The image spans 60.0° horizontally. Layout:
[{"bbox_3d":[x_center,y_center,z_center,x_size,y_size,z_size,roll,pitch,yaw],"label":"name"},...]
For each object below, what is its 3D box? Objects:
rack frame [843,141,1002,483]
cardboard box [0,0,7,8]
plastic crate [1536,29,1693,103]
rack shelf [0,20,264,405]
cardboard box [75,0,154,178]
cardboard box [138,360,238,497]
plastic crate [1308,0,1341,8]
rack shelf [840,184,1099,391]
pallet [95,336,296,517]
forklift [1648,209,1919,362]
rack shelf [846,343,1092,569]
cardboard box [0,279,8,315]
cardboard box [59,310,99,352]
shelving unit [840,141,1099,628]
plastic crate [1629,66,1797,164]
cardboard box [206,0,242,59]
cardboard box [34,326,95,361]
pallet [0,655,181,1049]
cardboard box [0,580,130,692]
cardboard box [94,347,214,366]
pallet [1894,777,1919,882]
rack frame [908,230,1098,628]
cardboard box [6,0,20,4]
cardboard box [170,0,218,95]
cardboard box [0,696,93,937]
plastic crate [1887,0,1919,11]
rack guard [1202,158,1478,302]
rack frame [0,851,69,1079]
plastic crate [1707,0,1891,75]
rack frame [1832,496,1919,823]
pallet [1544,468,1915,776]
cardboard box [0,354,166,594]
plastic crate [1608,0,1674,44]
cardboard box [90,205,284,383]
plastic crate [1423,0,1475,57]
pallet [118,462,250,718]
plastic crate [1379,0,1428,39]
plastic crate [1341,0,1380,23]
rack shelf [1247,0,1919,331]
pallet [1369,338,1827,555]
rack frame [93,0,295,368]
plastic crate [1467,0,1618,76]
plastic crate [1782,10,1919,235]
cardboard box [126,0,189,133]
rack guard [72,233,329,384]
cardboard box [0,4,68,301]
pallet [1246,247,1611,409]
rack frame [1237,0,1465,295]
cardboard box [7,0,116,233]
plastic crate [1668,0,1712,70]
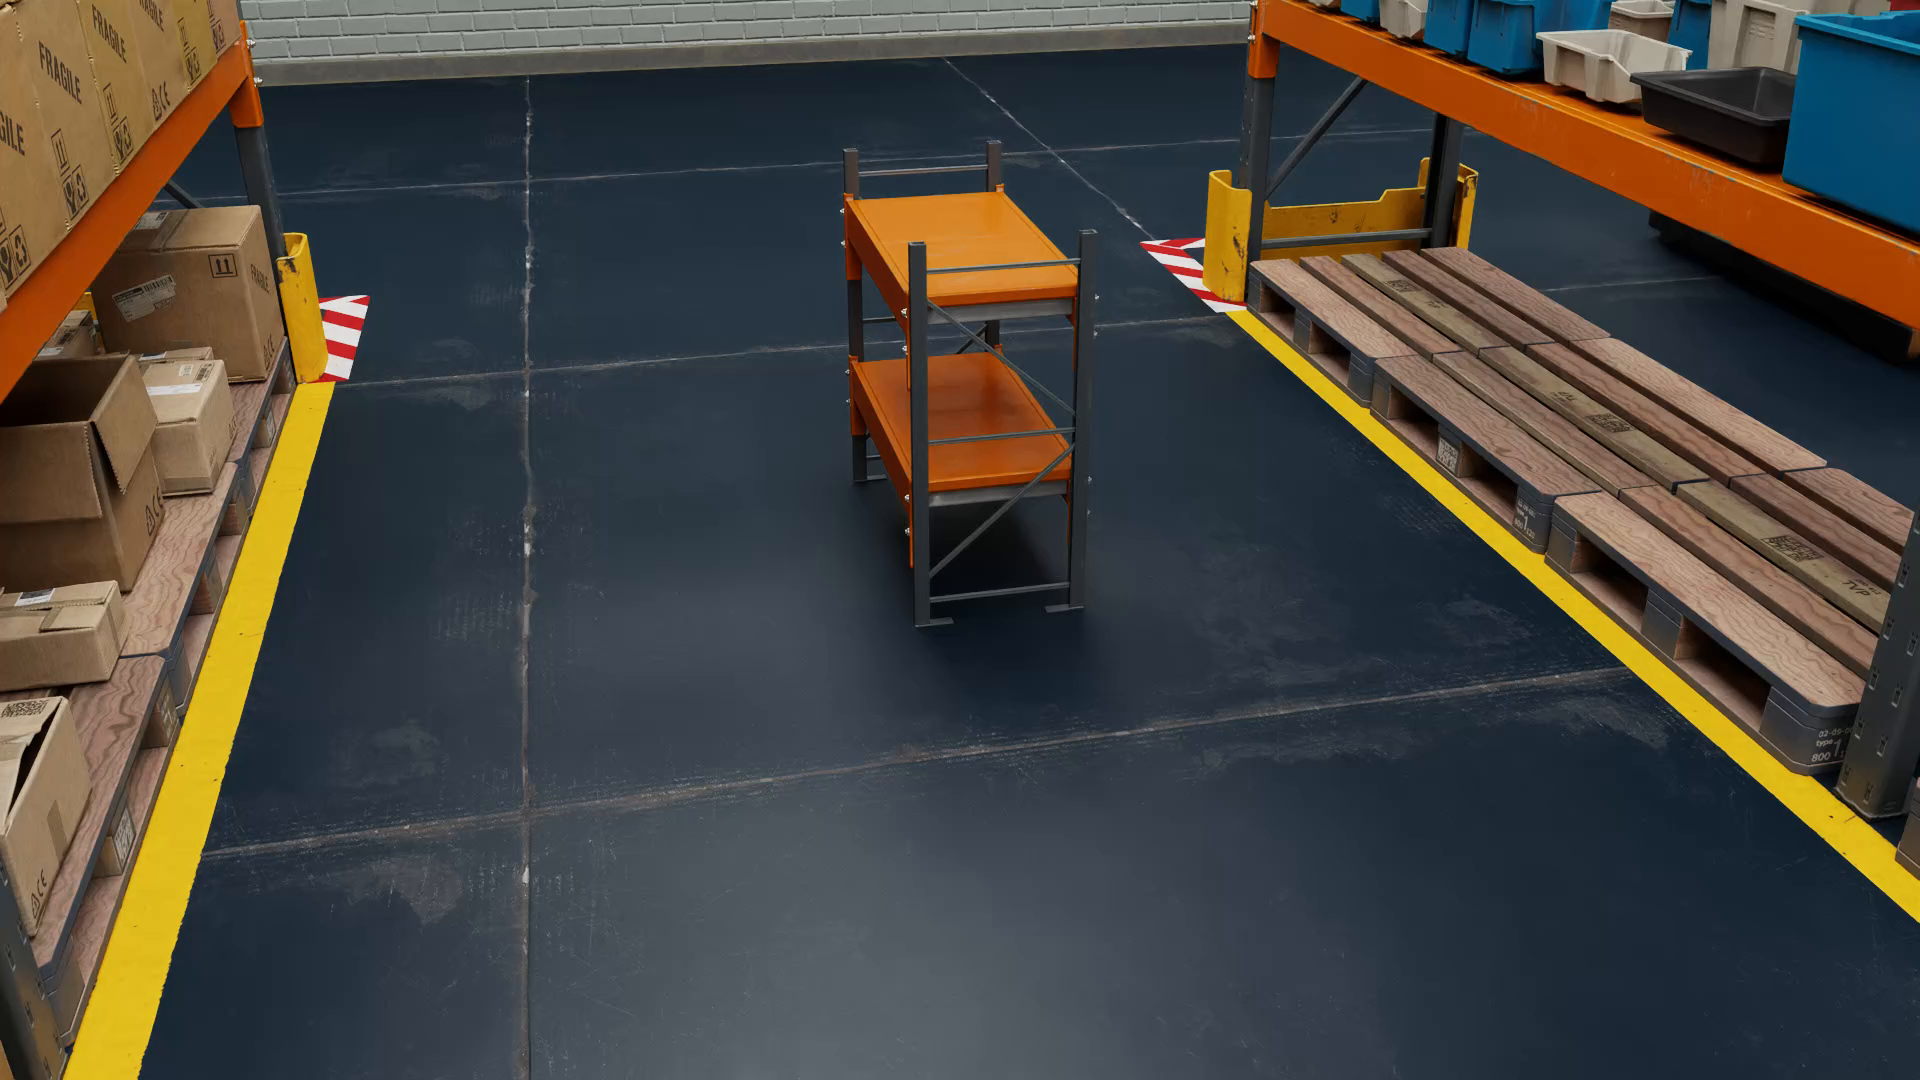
[{"bbox_3d":[-0.116,-0.728,5.445,0.500,1.125,0.032,-6,27,-12],"label":"rack frame"},{"bbox_3d":[-2.159,-1.200,3.078,0.500,0.500,0.500,-7,28,-13],"label":"cardboard box"},{"bbox_3d":[1.932,-1.392,4.904,0.293,0.136,0.466,-6,27,-12],"label":"plastic crate"},{"bbox_3d":[-2.661,-0.804,4.313,1.077,0.370,4.000,-6,27,-12],"label":"rack shelf"},{"bbox_3d":[-2.404,-1.211,4.209,0.500,0.500,0.500,-6,27,-12],"label":"cardboard box"},{"bbox_3d":[-2.564,-0.338,5.155,0.500,0.250,0.500,-6,27,-12],"label":"cardboard box"},{"bbox_3d":[1.442,-2.123,6.353,0.250,0.136,0.298,-6,27,-12],"label":"plastic crate"},{"bbox_3d":[-0.002,-0.766,4.871,0.538,0.278,1.000,-6,27,-12],"label":"rack shelf"},{"bbox_3d":[-2.914,-0.375,5.759,1.003,0.211,1.213,-6,27,-12],"label":"pallet"},{"bbox_3d":[4.192,-2.201,6.358,1.130,2.935,3.031,-6,27,-11],"label":"forklift"},{"bbox_3d":[-0.002,-0.287,5.113,0.538,0.278,1.000,-6,27,-12],"label":"rack shelf"},{"bbox_3d":[-2.059,-0.543,2.887,0.500,0.500,0.500,-5,27,-10],"label":"cardboard box"},{"bbox_3d":[-3.352,-0.708,6.000,0.380,0.149,0.250,-6,27,-12],"label":"cardboard box"},{"bbox_3d":[-0.002,-0.505,5.002,0.538,1.125,1.048,-6,27,-12],"label":"shelving unit"},{"bbox_3d":[2.103,-1.117,4.372,0.437,0.125,0.590,-6,27,-12],"label":"plastic crate"},{"bbox_3d":[-2.745,-1.879,5.533,0.500,0.500,0.500,-5,27,-10],"label":"cardboard box"},{"bbox_3d":[-3.153,-0.485,5.446,0.500,0.250,0.500,-6,27,-12],"label":"cardboard box"},{"bbox_3d":[-2.364,0.696,3.637,1.003,0.211,1.213,-6,27,-12],"label":"pallet"},{"bbox_3d":[-2.298,0.236,4.109,0.380,0.166,0.250,-6,27,-12],"label":"cardboard box"},{"bbox_3d":[-2.745,-0.534,5.636,0.380,0.166,0.250,-6,27,-12],"label":"cardboard box"},{"bbox_3d":[2.750,0.839,3.353,1.003,0.211,1.213,-6,27,-12],"label":"pallet"},{"bbox_3d":[0.113,-0.282,4.560,0.500,1.125,0.032,-6,27,-12],"label":"rack frame"},{"bbox_3d":[-2.274,-1.426,3.526,0.500,0.500,0.500,-7,28,-13],"label":"cardboard box"},{"bbox_3d":[-2.625,-1.652,5.082,0.500,0.500,0.500,-6,27,-11],"label":"cardboard box"},{"bbox_3d":[-2.094,0.550,3.326,0.500,0.311,0.500,-6,27,-12],"label":"cardboard box"},{"bbox_3d":[2.660,-1.221,4.204,0.402,0.464,0.583,-6,27,-12],"label":"plastic crate"},{"bbox_3d":[1.697,-1.398,7.465,1.175,0.500,0.348,-6,27,-12],"label":"rack guard"},{"bbox_3d":[-2.210,-0.247,2.411,1.000,3.000,0.127,-6,27,-12],"label":"rack frame"},{"bbox_3d":[2.452,-1.412,4.783,0.437,0.282,0.530,-6,27,-12],"label":"plastic crate"},{"bbox_3d":[2.617,-0.749,3.404,1.000,3.000,0.127,-6,27,-12],"label":"rack frame"},{"bbox_3d":[2.413,0.177,4.665,1.003,0.211,1.213,-6,27,-12],"label":"pallet"},{"bbox_3d":[-2.638,-0.154,4.508,0.797,0.503,0.637,-6,27,-12],"label":"cardboard box"},{"bbox_3d":[2.298,-1.698,5.510,0.298,0.136,0.250,-6,27,-12],"label":"plastic crate"},{"bbox_3d":[-2.749,-0.870,5.931,0.500,0.500,0.500,-6,27,-12],"label":"cardboard box"},{"bbox_3d":[1.747,-1.737,5.482,0.416,0.233,0.300,-6,27,-12],"label":"plastic crate"},{"bbox_3d":[-2.642,0.159,4.700,1.003,0.211,1.213,-6,27,-12],"label":"pallet"},{"bbox_3d":[1.595,-1.825,5.763,0.250,0.136,0.298,-6,27,-12],"label":"plastic crate"},{"bbox_3d":[1.599,-2.026,6.054,0.416,0.233,0.300,-6,27,-12],"label":"plastic crate"},{"bbox_3d":[2.166,-1.306,5.306,1.077,0.370,4.000,-6,27,-12],"label":"rack shelf"},{"bbox_3d":[2.135,-0.359,5.728,1.003,0.211,1.213,-6,27,-12],"label":"pallet"},{"bbox_3d":[-3.111,-2.003,5.890,1.000,3.000,0.127,-6,27,-12],"label":"rack frame"},{"bbox_3d":[1.815,-1.605,5.220,0.416,0.233,0.300,-6,27,-12],"label":"plastic crate"},{"bbox_3d":[2.179,-0.939,3.732,0.392,0.384,0.575,-6,27,-12],"label":"plastic crate"},{"bbox_3d":[-2.518,-1.432,4.647,0.500,0.500,0.500,-6,27,-11],"label":"cardboard box"},{"bbox_3d":[-3.094,-0.854,6.387,1.175,0.500,0.348,-6,27,-12],"label":"rack guard"},{"bbox_3d":[-2.178,-0.768,3.331,0.500,0.500,0.500,-5,27,-11],"label":"cardboard box"},{"bbox_3d":[1.863,-0.894,6.787,1.003,0.211,1.213,-6,27,-12],"label":"pallet"},{"bbox_3d":[1.715,-2.505,6.883,1.000,3.000,0.127,-6,27,-12],"label":"rack frame"},{"bbox_3d":[-2.288,-0.988,3.767,0.500,0.500,0.500,-6,27,-12],"label":"cardboard box"},{"bbox_3d":[2.428,-1.581,5.173,0.416,0.233,0.300,-6,27,-12],"label":"plastic crate"}]
